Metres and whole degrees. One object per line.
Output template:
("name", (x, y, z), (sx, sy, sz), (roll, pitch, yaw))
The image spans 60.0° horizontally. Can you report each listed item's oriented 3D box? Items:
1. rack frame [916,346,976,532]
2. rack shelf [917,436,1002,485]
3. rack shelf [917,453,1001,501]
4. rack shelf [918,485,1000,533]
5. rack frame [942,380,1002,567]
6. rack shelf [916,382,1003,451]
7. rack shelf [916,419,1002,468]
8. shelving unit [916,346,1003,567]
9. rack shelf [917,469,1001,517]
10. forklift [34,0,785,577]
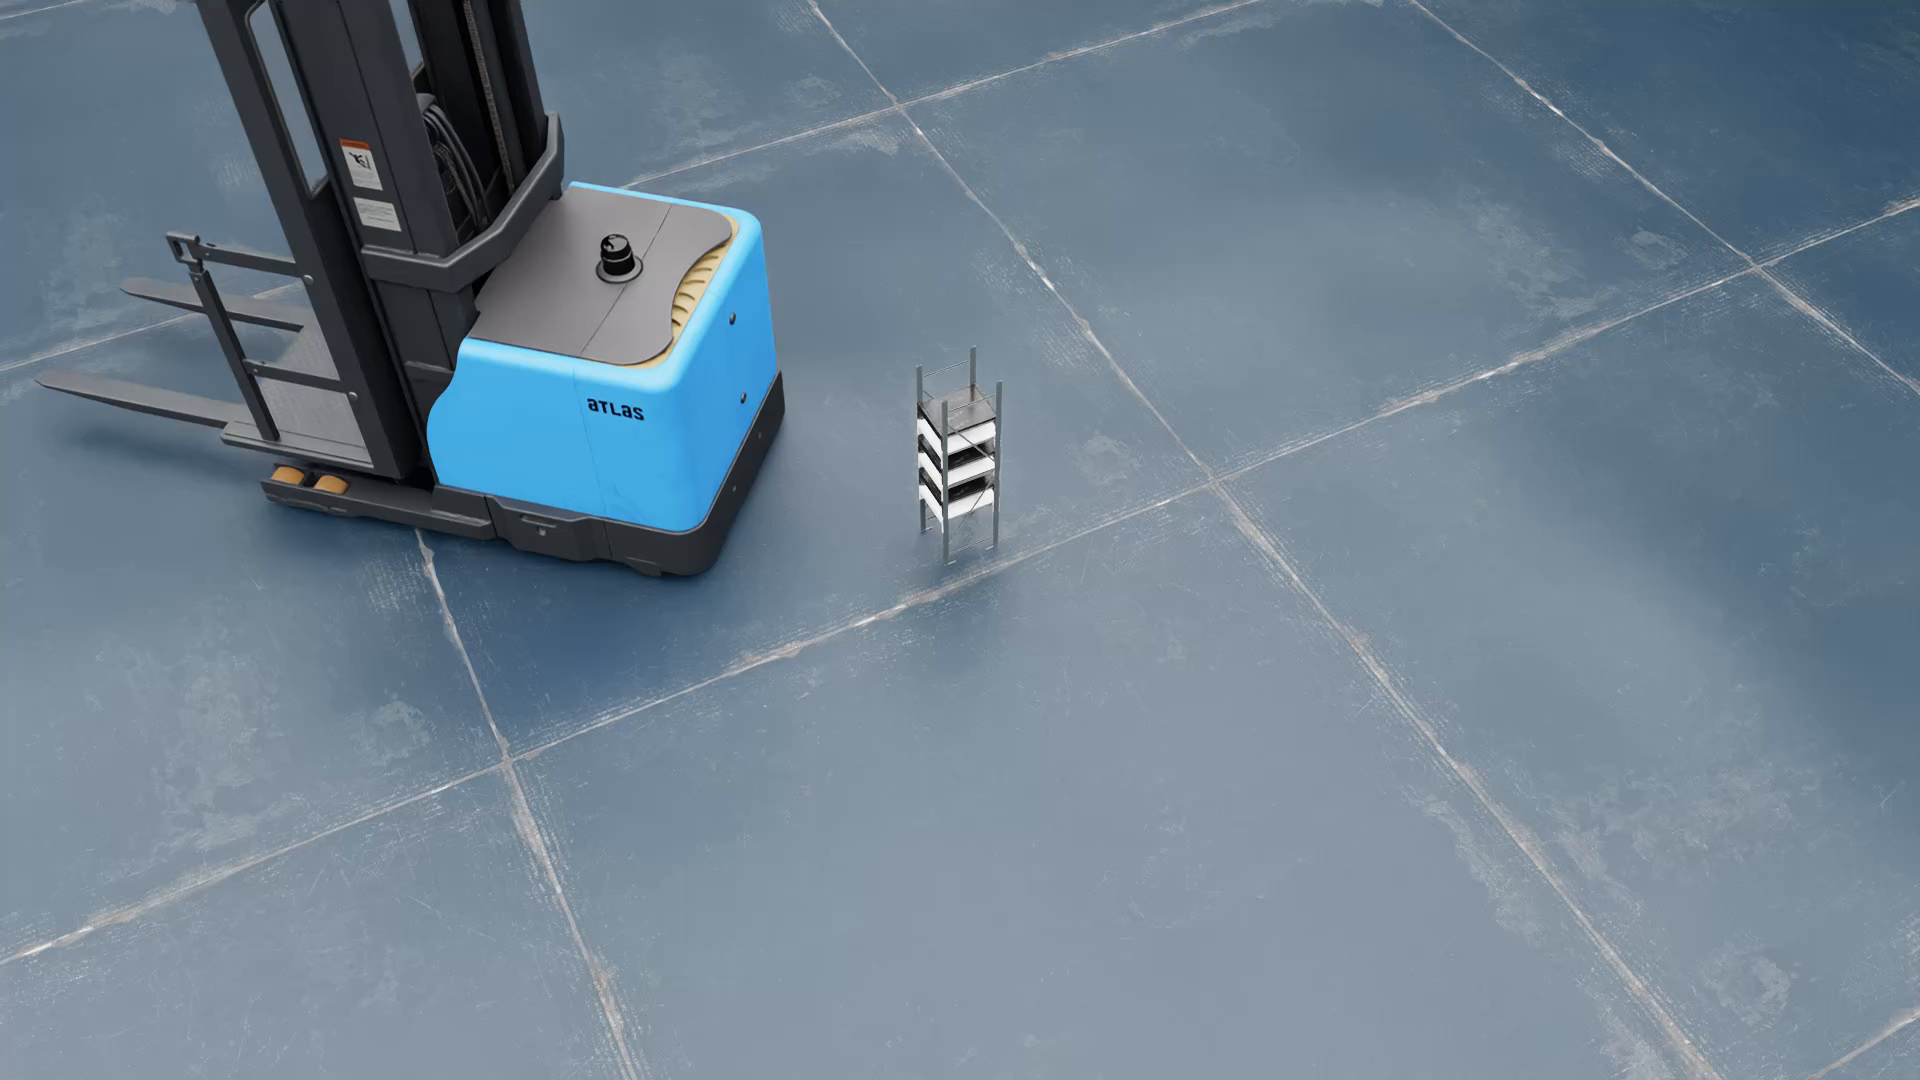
("rack frame", (-0.050, -0.370, 6.368), (0.240, 0.900, 0.006), (-21, 52, -18))
("rack shelf", (-0.004, -0.339, 6.266), (0.258, 0.077, 0.200), (-21, 52, -18))
("rack shelf", (-0.004, -0.280, 6.334), (0.258, 0.077, 0.200), (-21, 52, -18))
("rack shelf", (-0.004, -0.161, 6.469), (0.258, 0.077, 0.200), (-21, 52, -18))
("rack frame", (0.043, -0.234, 6.249), (0.240, 0.900, 0.006), (-21, 52, -18))
("rack shelf", (-0.004, -0.458, 6.131), (0.258, 0.077, 0.200), (-21, 52, -18))
("rack shelf", (-0.004, -0.398, 6.198), (0.258, 0.077, 0.200), (-21, 52, -18))
("shelving unit", (-0.004, -0.302, 6.309), (0.258, 0.900, 0.210), (-21, 52, -18))
("rack shelf", (-0.004, -0.221, 6.401), (0.258, 0.077, 0.200), (-21, 52, -18))
("forklift", (-2.314, -1.437, 5.952), (3.031, 2.935, 1.130), (11, 50, 10))
